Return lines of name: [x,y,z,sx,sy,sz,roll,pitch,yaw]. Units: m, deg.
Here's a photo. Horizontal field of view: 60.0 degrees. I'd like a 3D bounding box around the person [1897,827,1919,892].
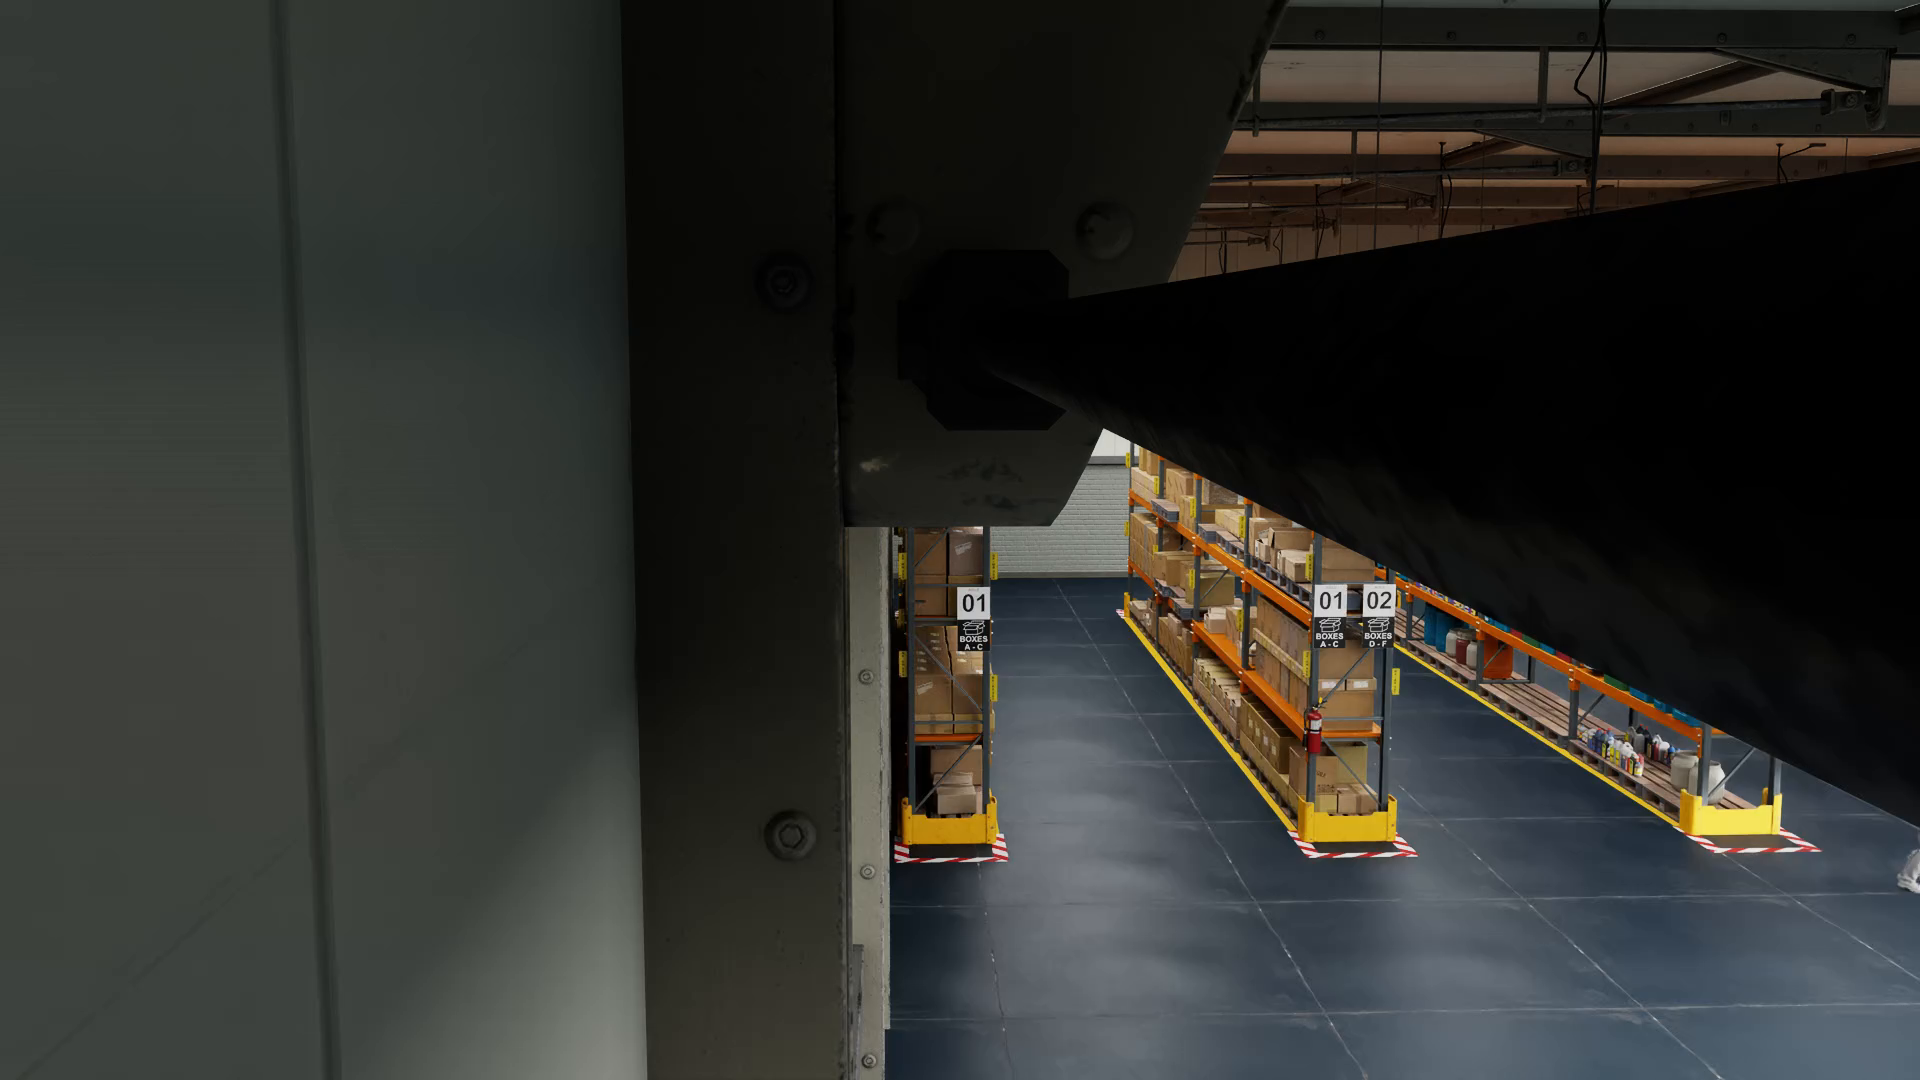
person: [10.957,3.097,18.637,0.693,1.732,0.686,5,9,34]
